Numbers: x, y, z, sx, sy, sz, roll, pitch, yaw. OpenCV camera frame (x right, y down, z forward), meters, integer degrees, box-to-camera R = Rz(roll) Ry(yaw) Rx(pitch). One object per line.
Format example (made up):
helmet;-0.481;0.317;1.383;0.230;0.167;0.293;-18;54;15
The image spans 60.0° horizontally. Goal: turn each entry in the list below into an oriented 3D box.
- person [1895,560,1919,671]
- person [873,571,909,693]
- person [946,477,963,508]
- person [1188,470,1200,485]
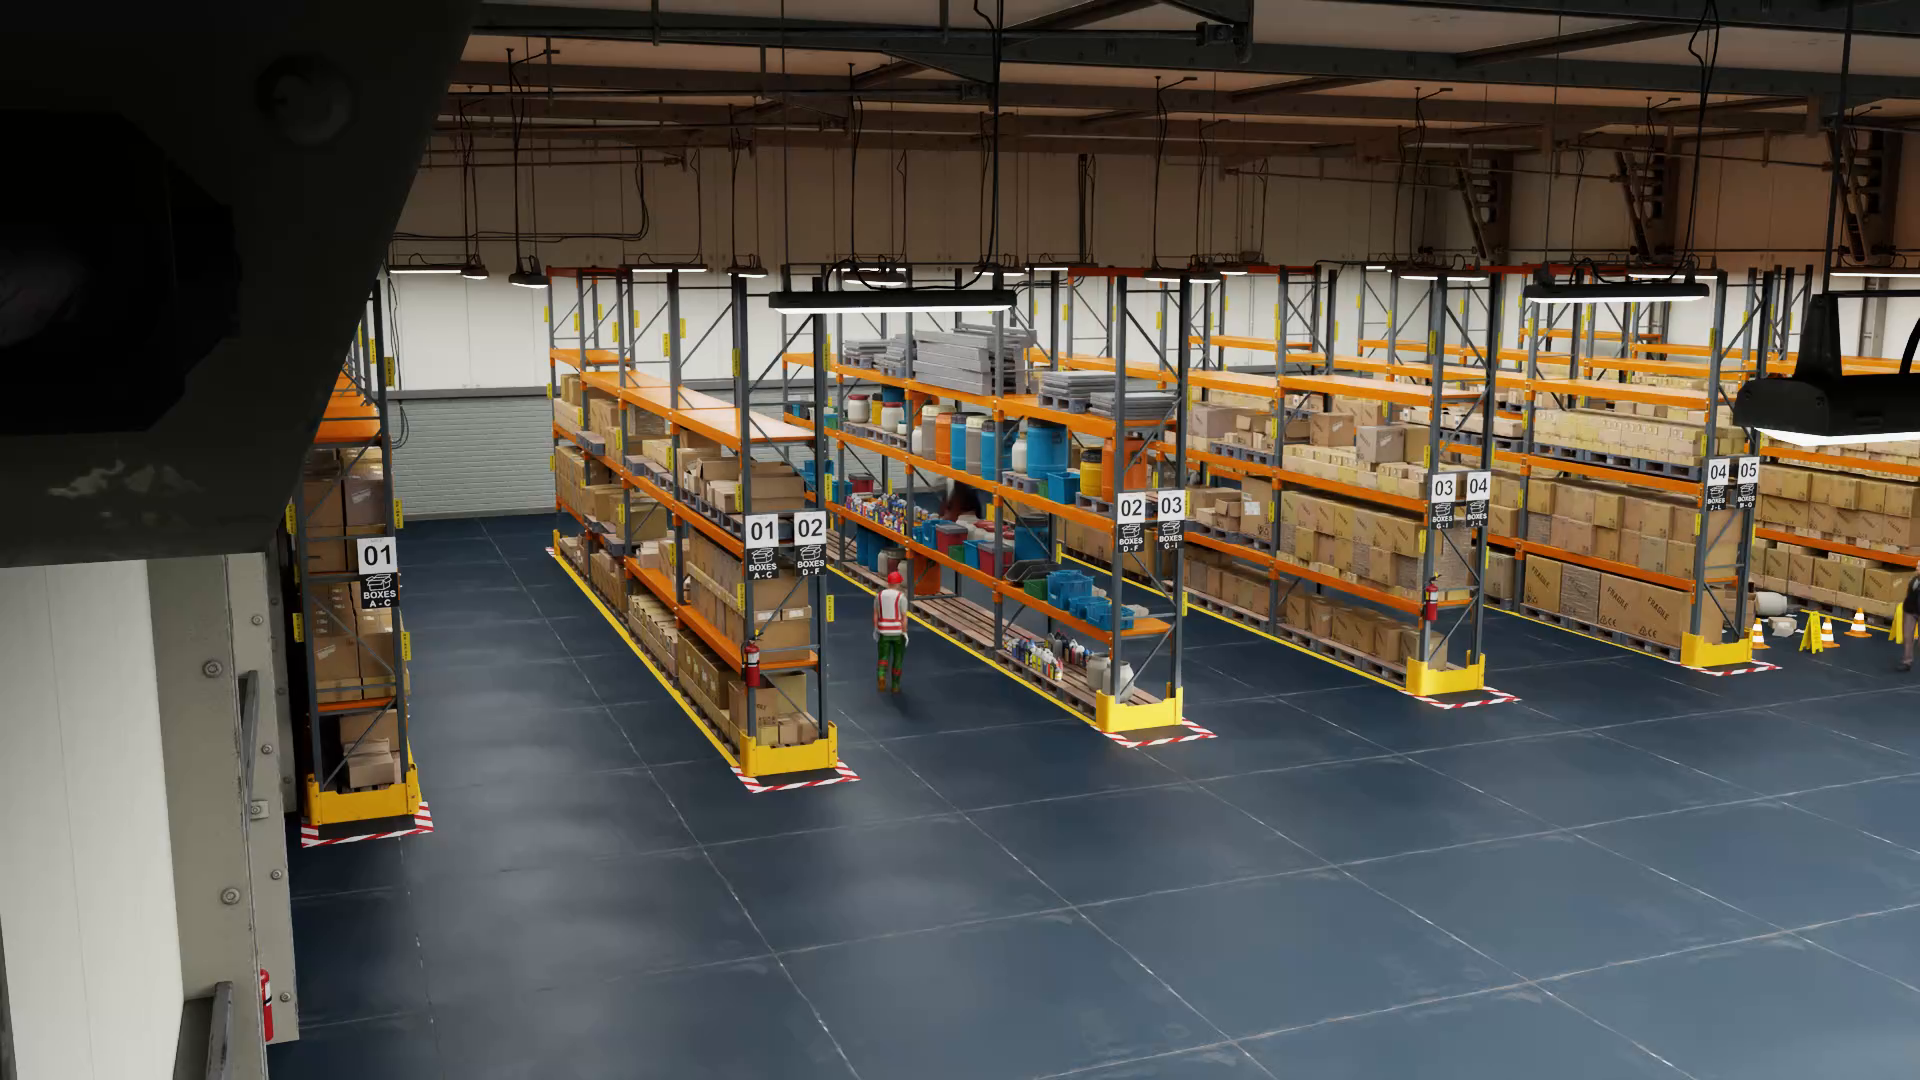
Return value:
person;14.554;1.137;25.169;0.672;1.709;0.531;-10;14;-44
person;-1.001;1.340;23.791;0.548;1.777;0.726;2;10;12
person;-0.150;-0.771;35.961;0.467;1.799;0.662;1;10;3
person;5.961;-1.675;41.528;0.673;1.690;0.522;0;10;-1
